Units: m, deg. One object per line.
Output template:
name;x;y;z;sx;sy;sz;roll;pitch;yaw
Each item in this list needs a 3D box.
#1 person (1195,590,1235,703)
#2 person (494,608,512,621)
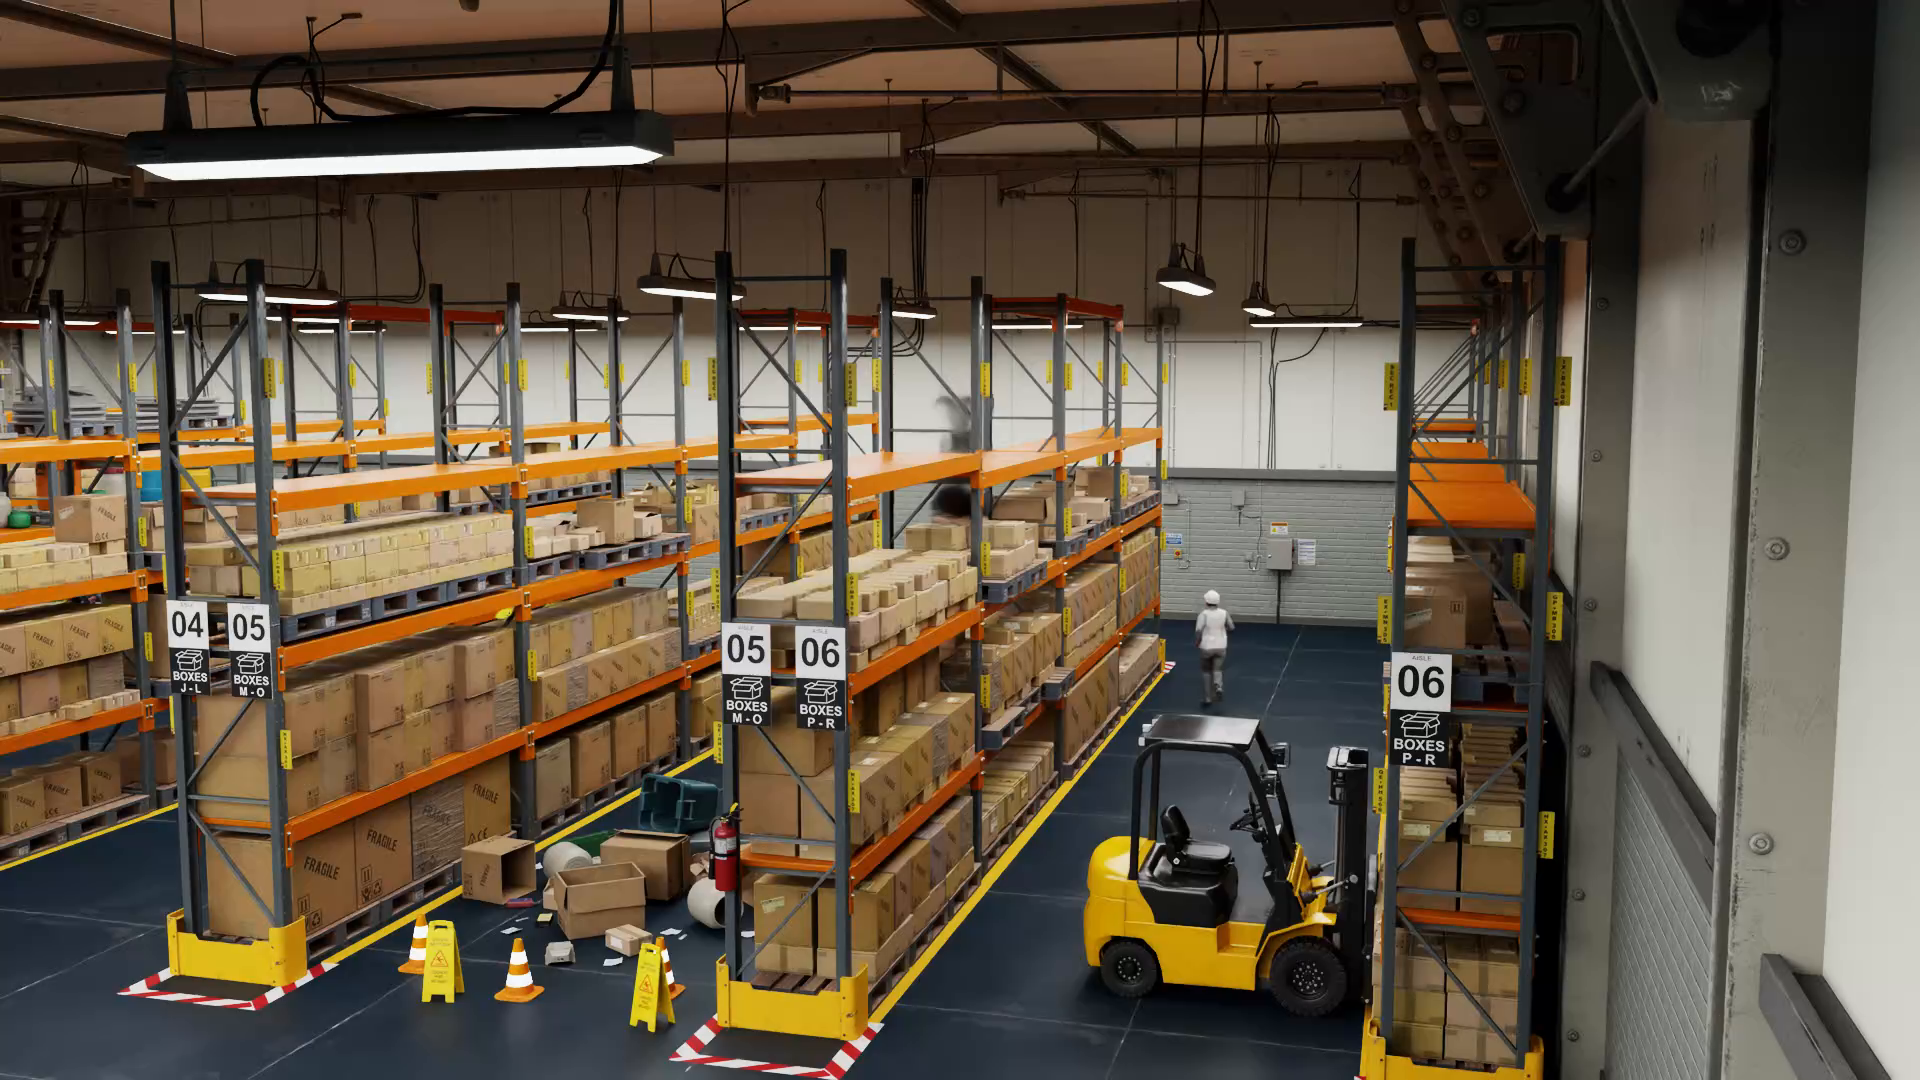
person;3.843;1.643;25.142;0.643;1.775;0.813;-1;6;-8
person;-6.476;1.783;24.345;0.746;1.715;1.047;2;6;18
